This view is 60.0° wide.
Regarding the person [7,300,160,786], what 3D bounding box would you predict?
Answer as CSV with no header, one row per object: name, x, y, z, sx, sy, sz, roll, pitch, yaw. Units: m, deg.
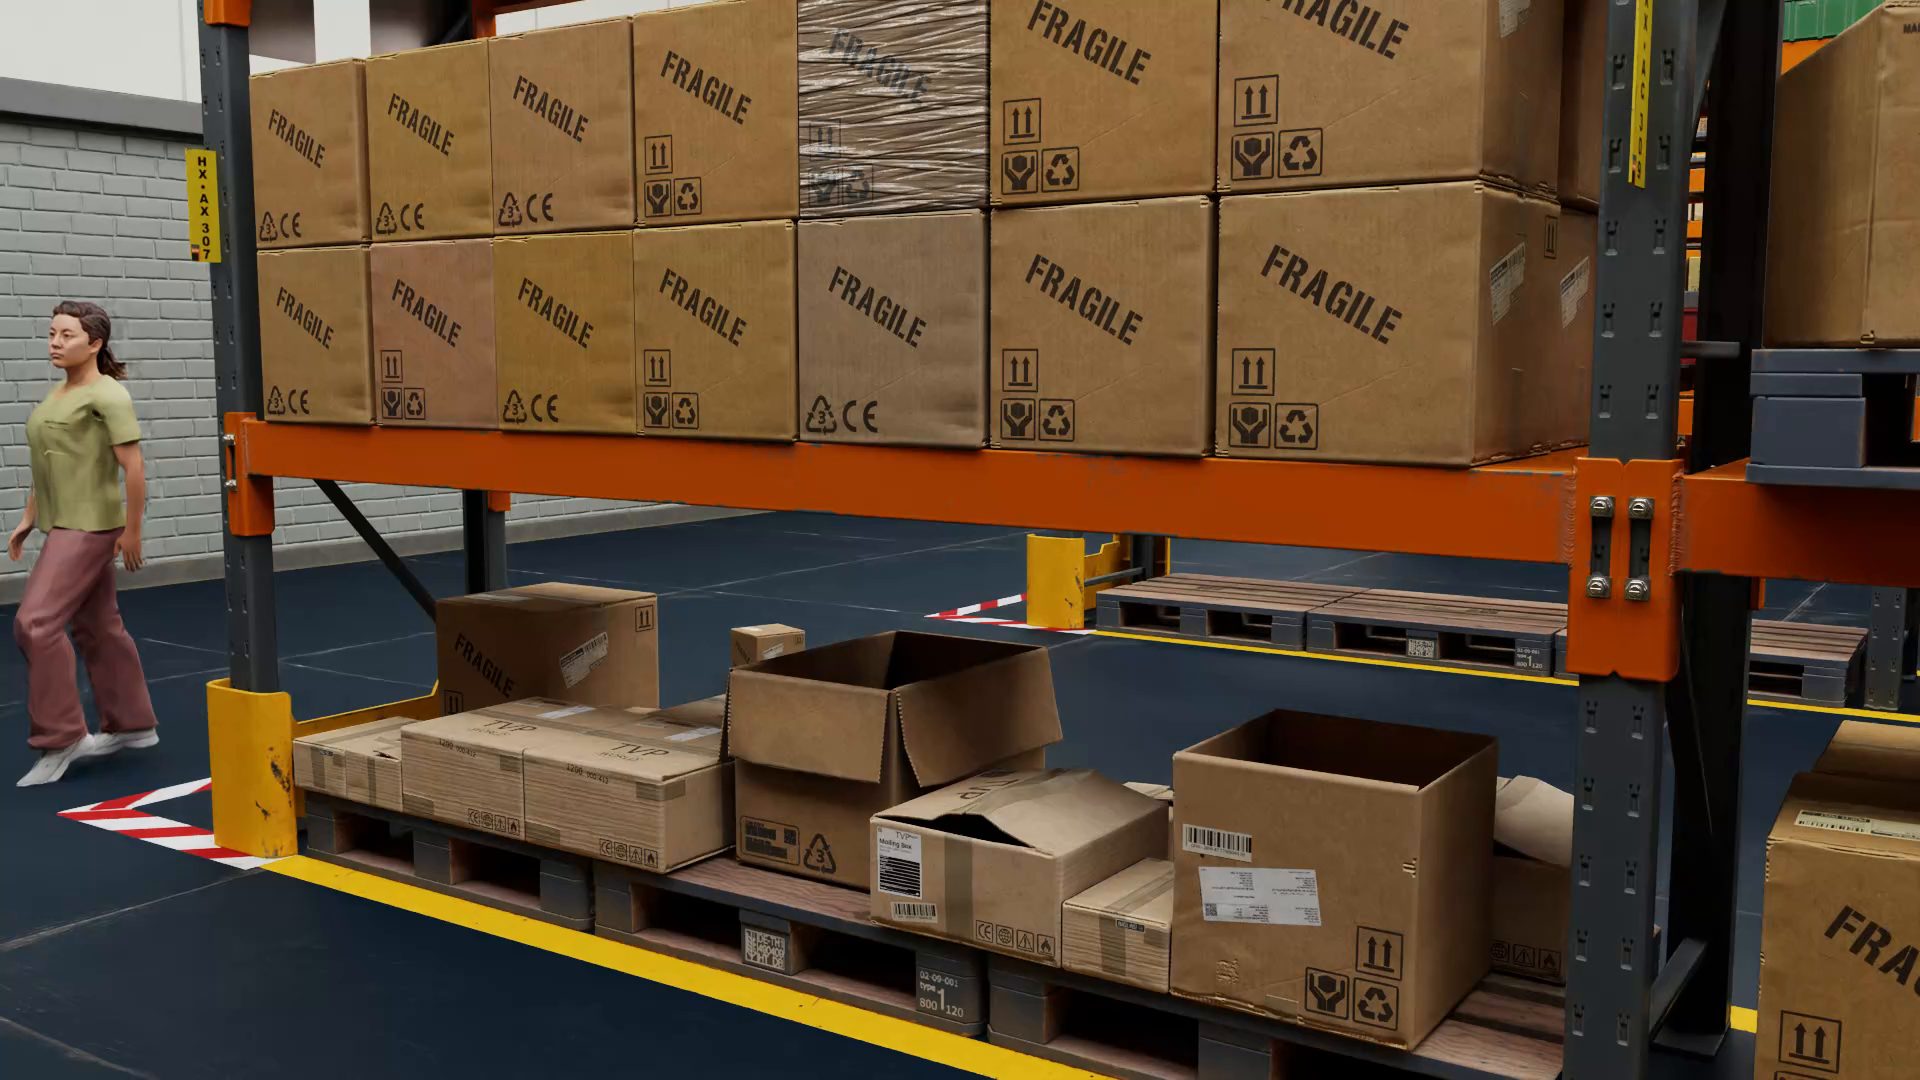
person,-3.185,0.012,5.968,0.486,1.728,0.538,6,8,41
